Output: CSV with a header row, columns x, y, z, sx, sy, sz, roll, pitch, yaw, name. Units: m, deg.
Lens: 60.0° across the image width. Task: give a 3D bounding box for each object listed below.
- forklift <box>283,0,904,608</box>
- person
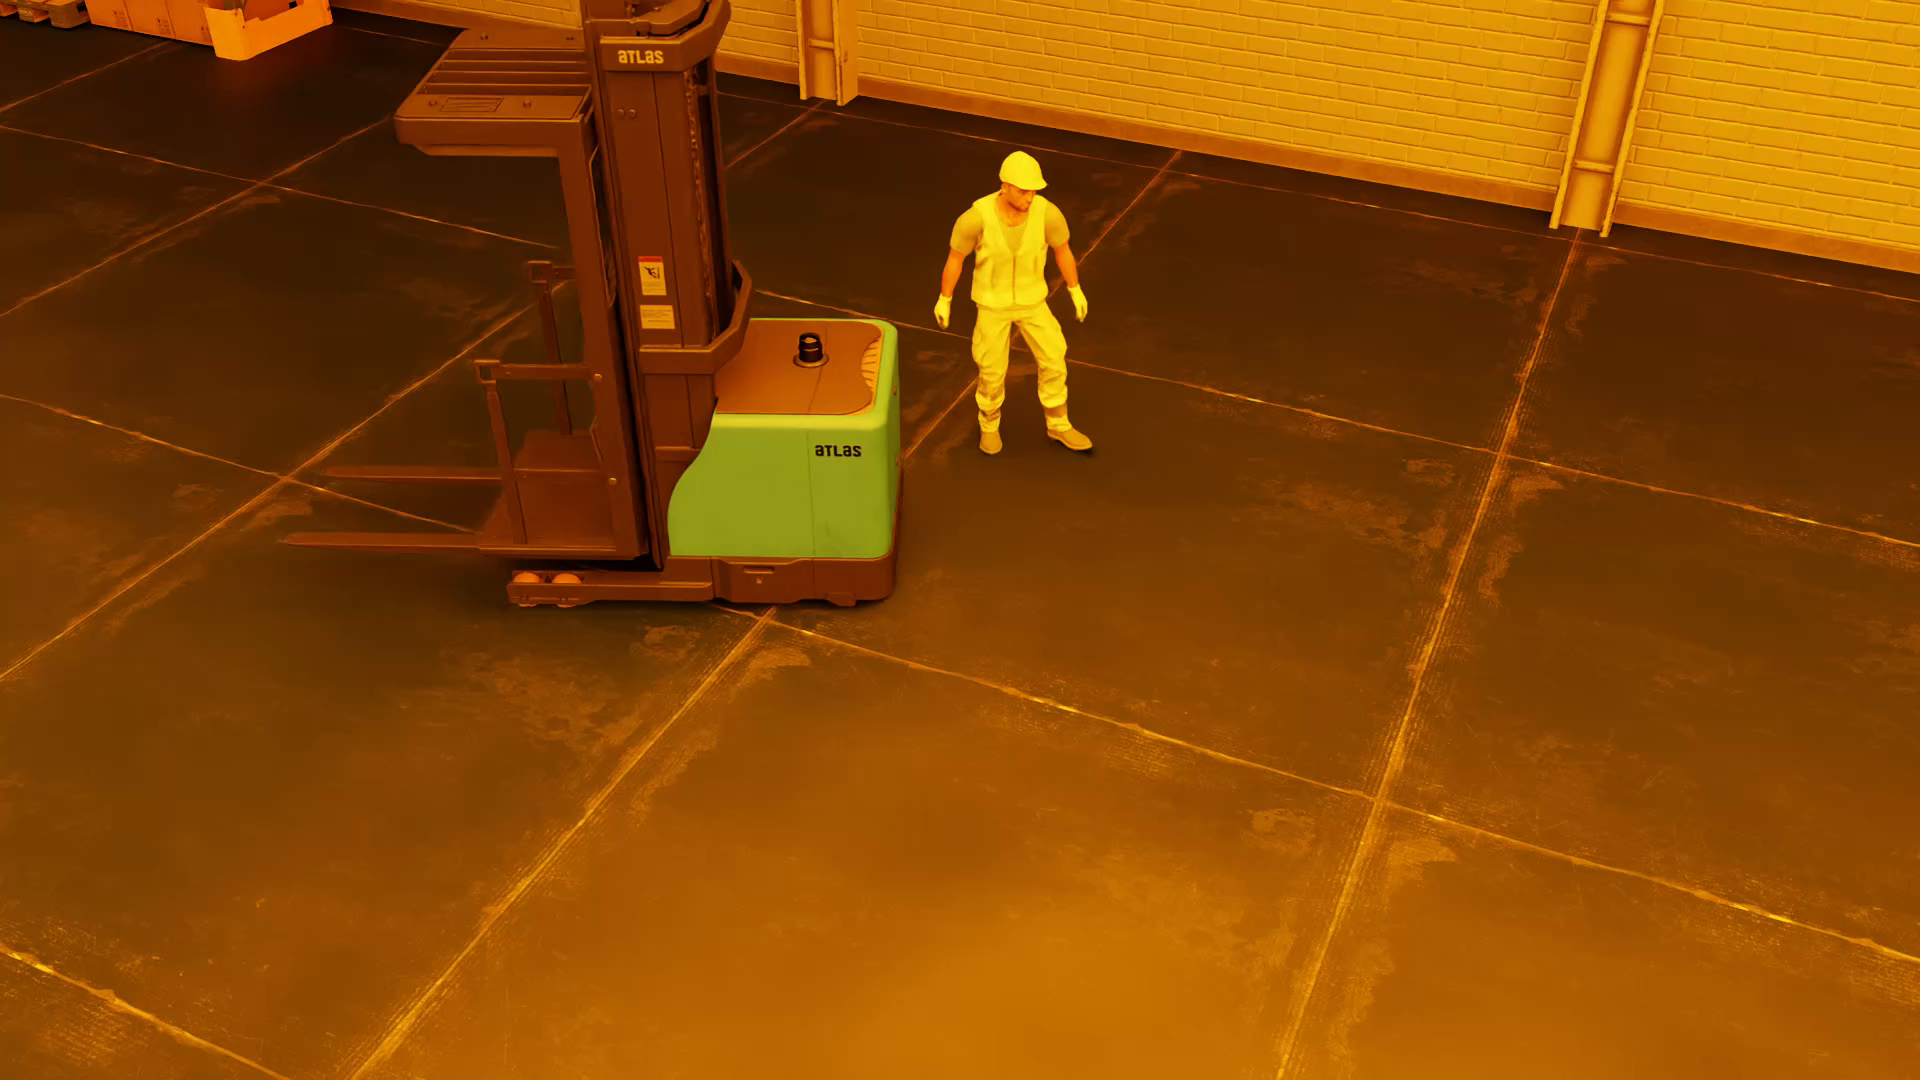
x,y,z,sx,sy,sz,roll,pitch,yaw,name
-1.824,-1.169,7.726,3.031,2.935,1.130,1,36,1,forklift
0.301,-1.247,8.852,0.848,1.750,0.430,-7,36,-9,person
